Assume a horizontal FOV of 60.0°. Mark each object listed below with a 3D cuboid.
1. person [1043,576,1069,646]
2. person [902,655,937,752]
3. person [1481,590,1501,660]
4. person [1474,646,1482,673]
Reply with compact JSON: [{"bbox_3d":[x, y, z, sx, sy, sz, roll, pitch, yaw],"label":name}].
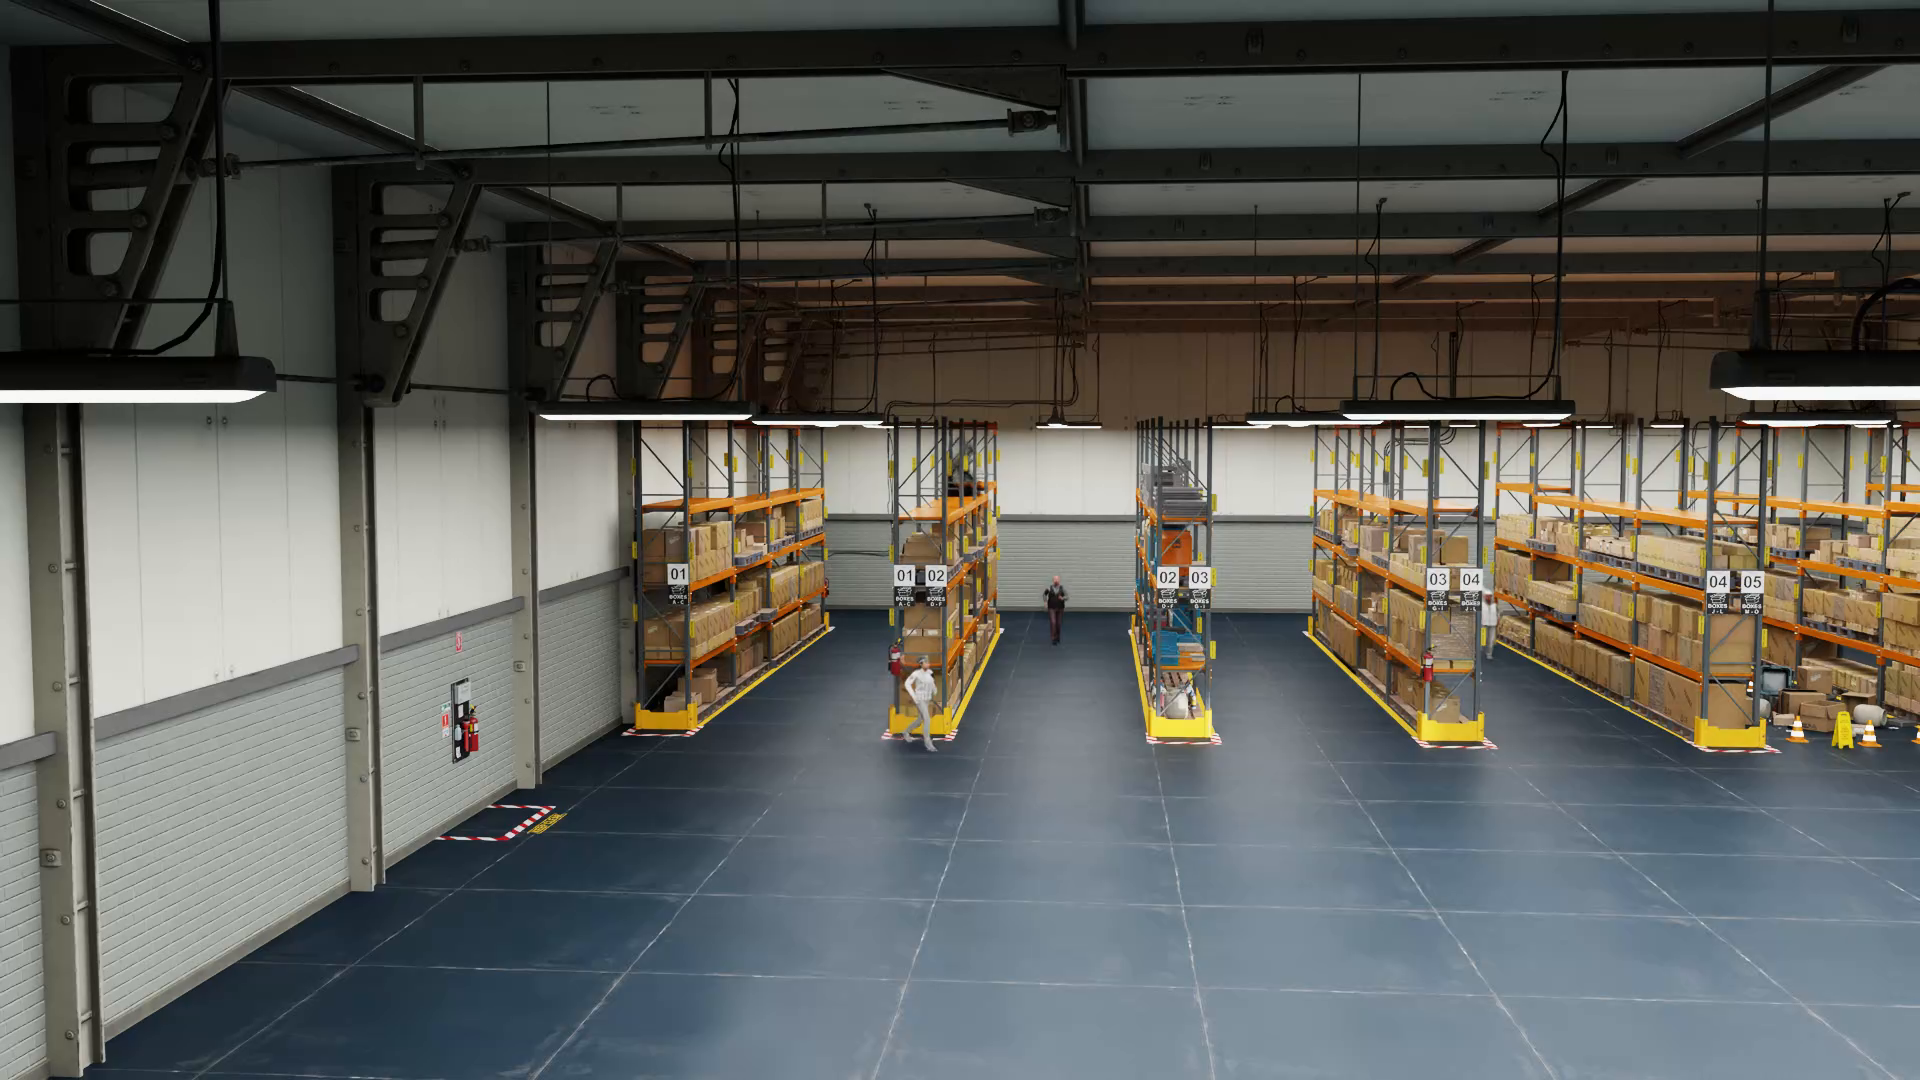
[{"bbox_3d":[2.450,1.795,42.322,0.652,1.756,0.892,0,4,-4],"label":"person"},{"bbox_3d":[-0.698,2.904,30.033,0.863,1.712,0.626,3,5,37],"label":"person"},{"bbox_3d":[13.315,2.137,41.887,0.676,1.740,0.814,0,4,4],"label":"person"},{"bbox_3d":[12.235,2.351,39.626,0.538,1.572,0.839,-1,4,-9],"label":"person"}]
